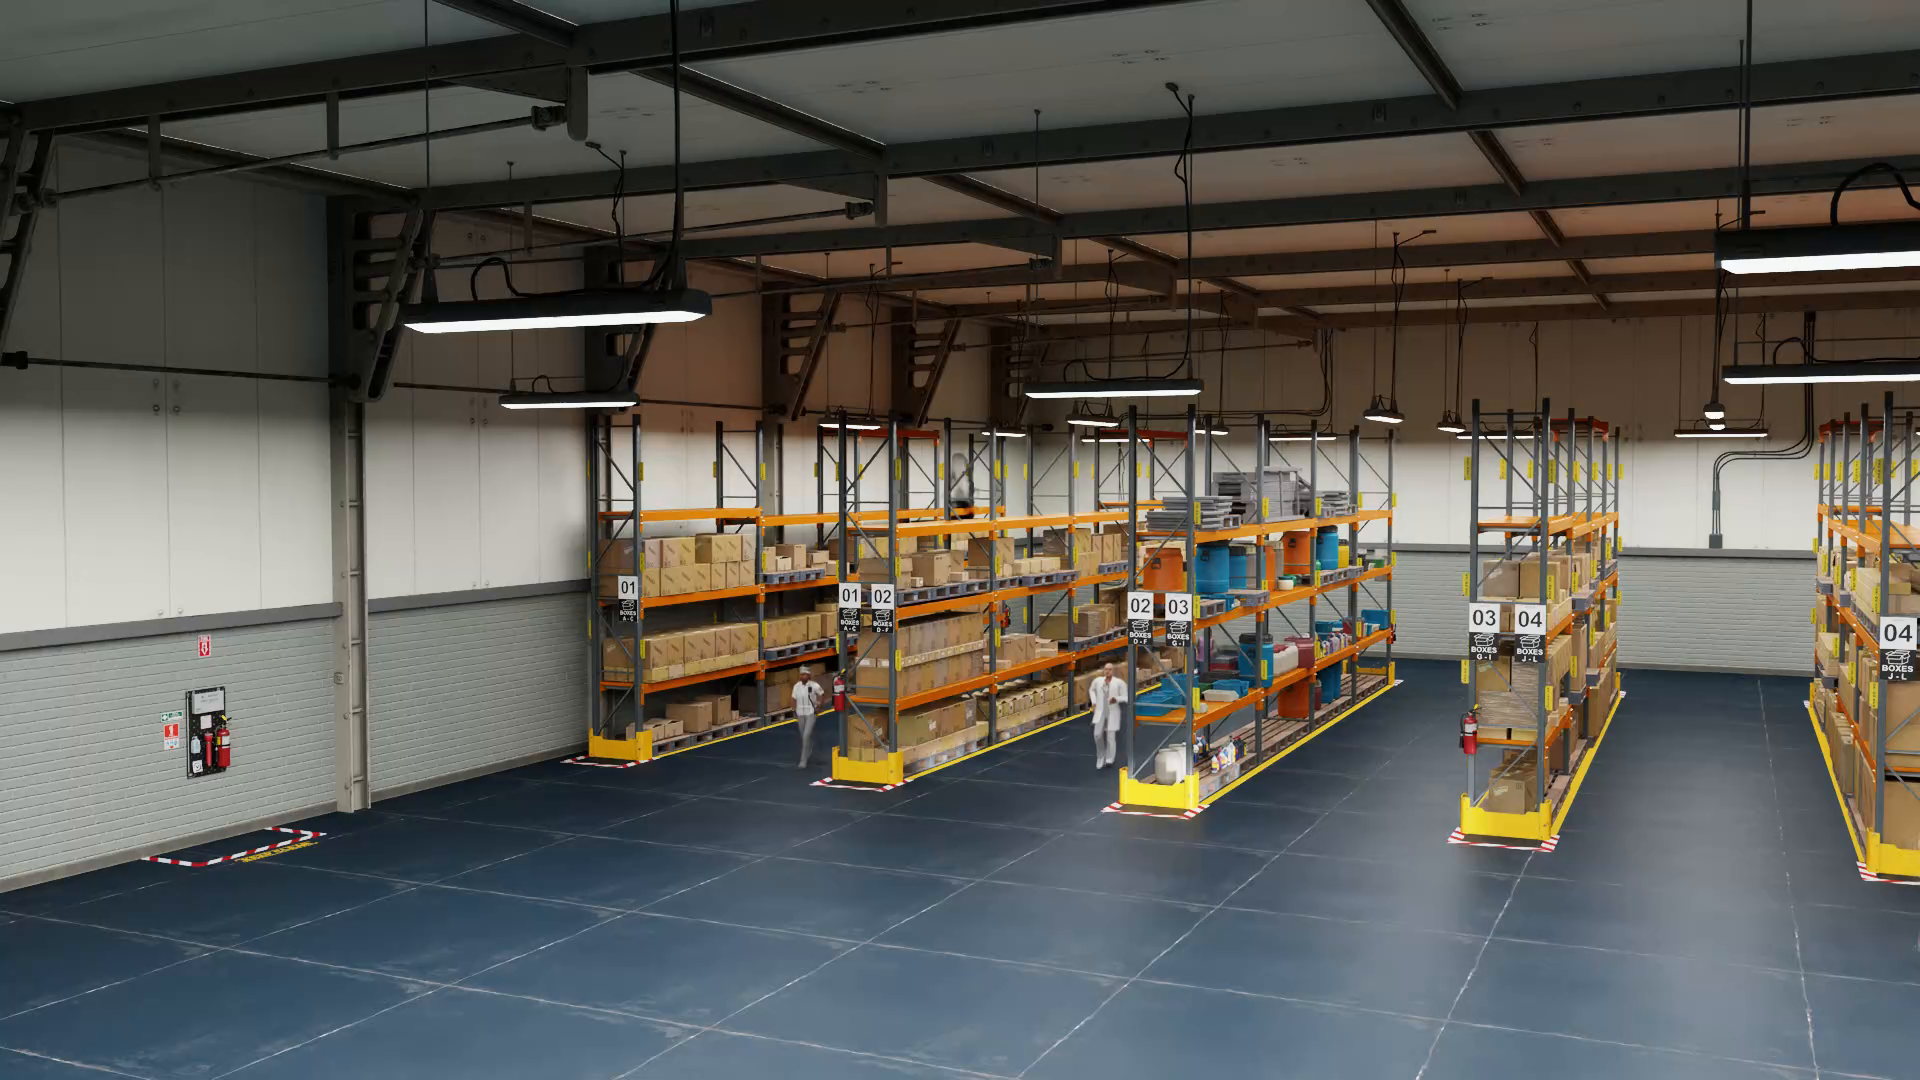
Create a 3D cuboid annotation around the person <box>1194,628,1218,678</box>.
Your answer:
[{"bbox_3d":[5.382,2.719,36.446,0.521,1.622,0.733,0,2,10],"label":"person"}]

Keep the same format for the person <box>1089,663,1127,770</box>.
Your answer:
[{"bbox_3d":[2.479,2.974,28.009,0.679,1.810,0.795,1,2,14],"label":"person"}]

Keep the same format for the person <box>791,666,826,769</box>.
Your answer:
[{"bbox_3d":[-2.592,2.994,28.403,0.589,1.706,0.918,1,2,18],"label":"person"}]
